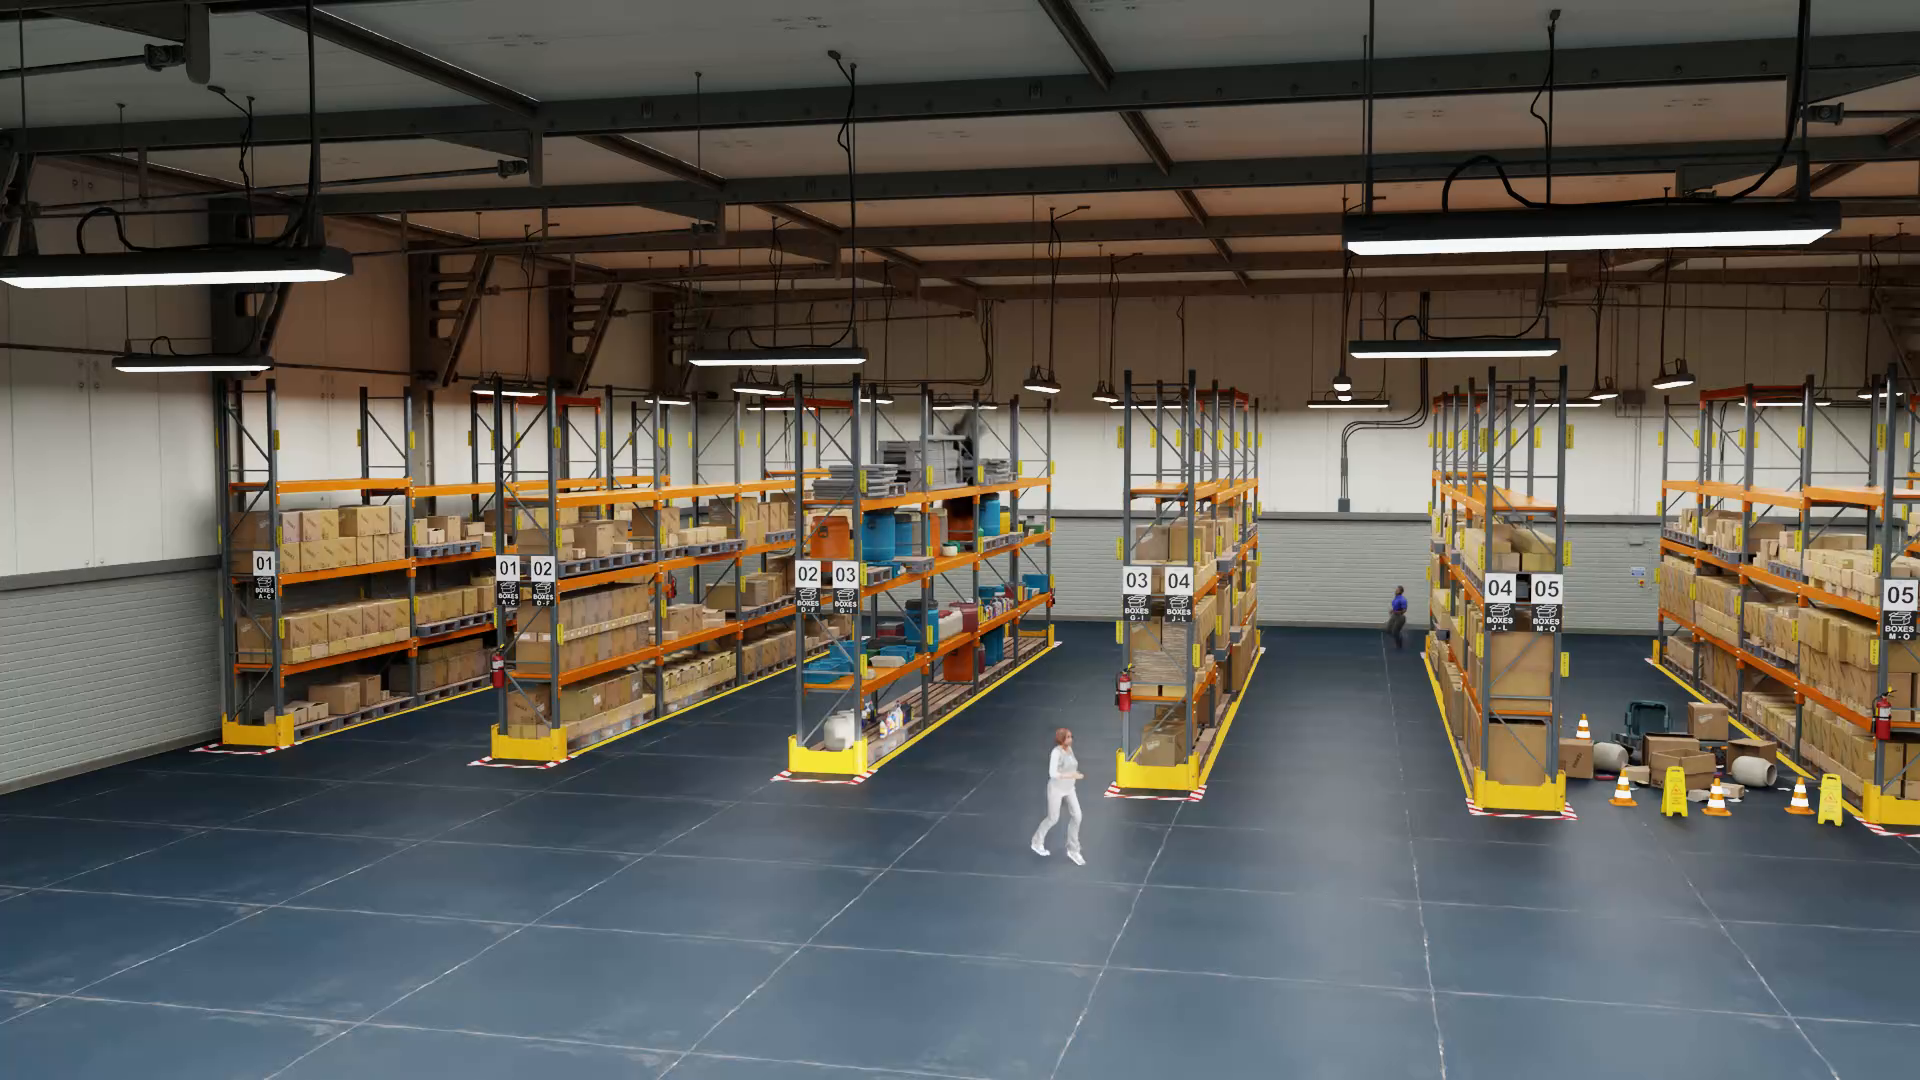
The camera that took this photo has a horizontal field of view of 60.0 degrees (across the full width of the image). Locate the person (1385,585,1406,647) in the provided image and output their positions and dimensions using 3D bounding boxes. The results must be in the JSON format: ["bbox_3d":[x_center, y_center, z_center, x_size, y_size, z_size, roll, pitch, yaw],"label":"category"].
[{"bbox_3d":[10.396,1.820,39.509,0.507,1.502,0.612,-1,4,-13],"label":"person"}]

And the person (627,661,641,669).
[{"bbox_3d":[-6.565,2.118,33.428,0.657,1.755,0.757,1,4,14],"label":"person"}]

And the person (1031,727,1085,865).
[{"bbox_3d":[1.183,3.026,19.713,0.777,1.644,0.458,3,5,41],"label":"person"}]
